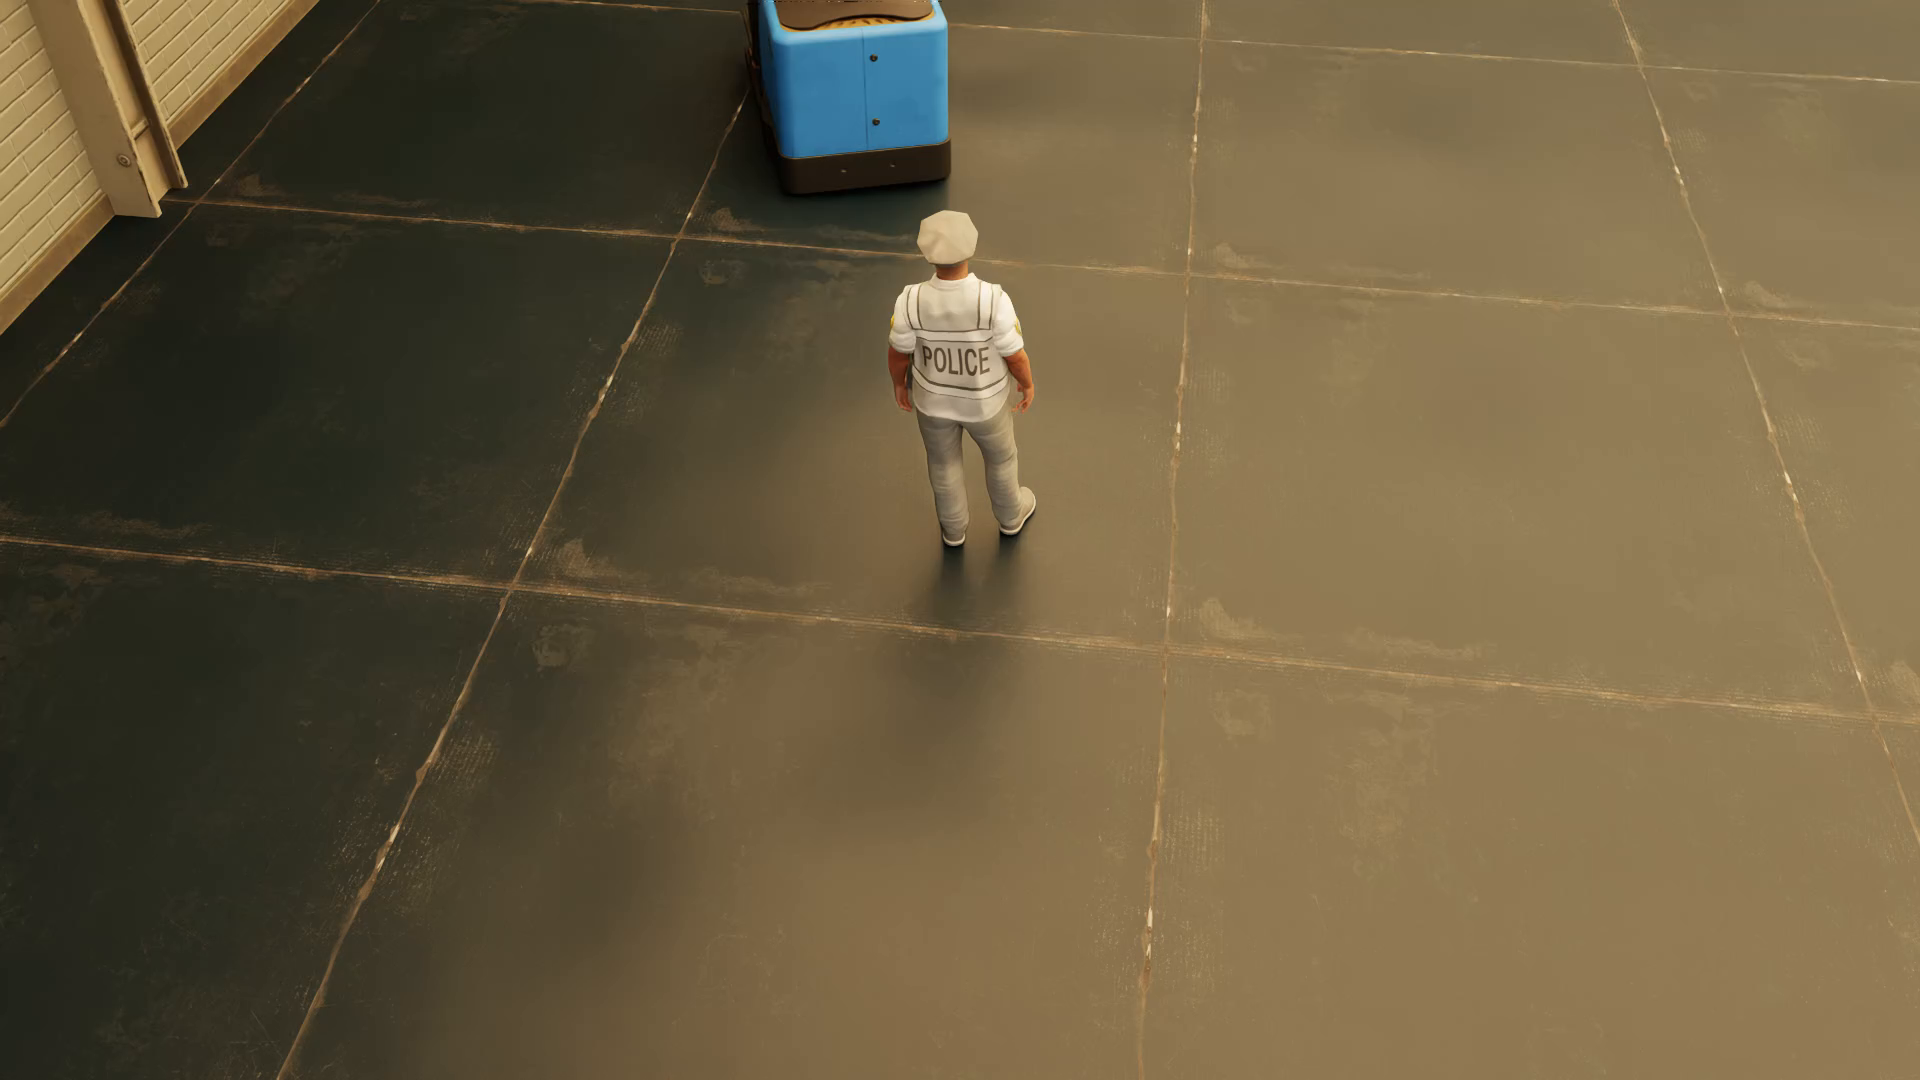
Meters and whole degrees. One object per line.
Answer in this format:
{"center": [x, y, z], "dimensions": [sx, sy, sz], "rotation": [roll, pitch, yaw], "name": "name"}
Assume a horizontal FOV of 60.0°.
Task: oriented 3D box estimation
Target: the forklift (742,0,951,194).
{"center": [-0.854, -4.180, 10.274], "dimensions": [1.130, 2.935, 3.031], "rotation": [-8, 43, -8], "name": "forklift"}

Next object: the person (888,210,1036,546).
{"center": [0.022, -0.712, 7.339], "dimensions": [0.640, 1.781, 0.575], "rotation": [5, 43, 6], "name": "person"}
